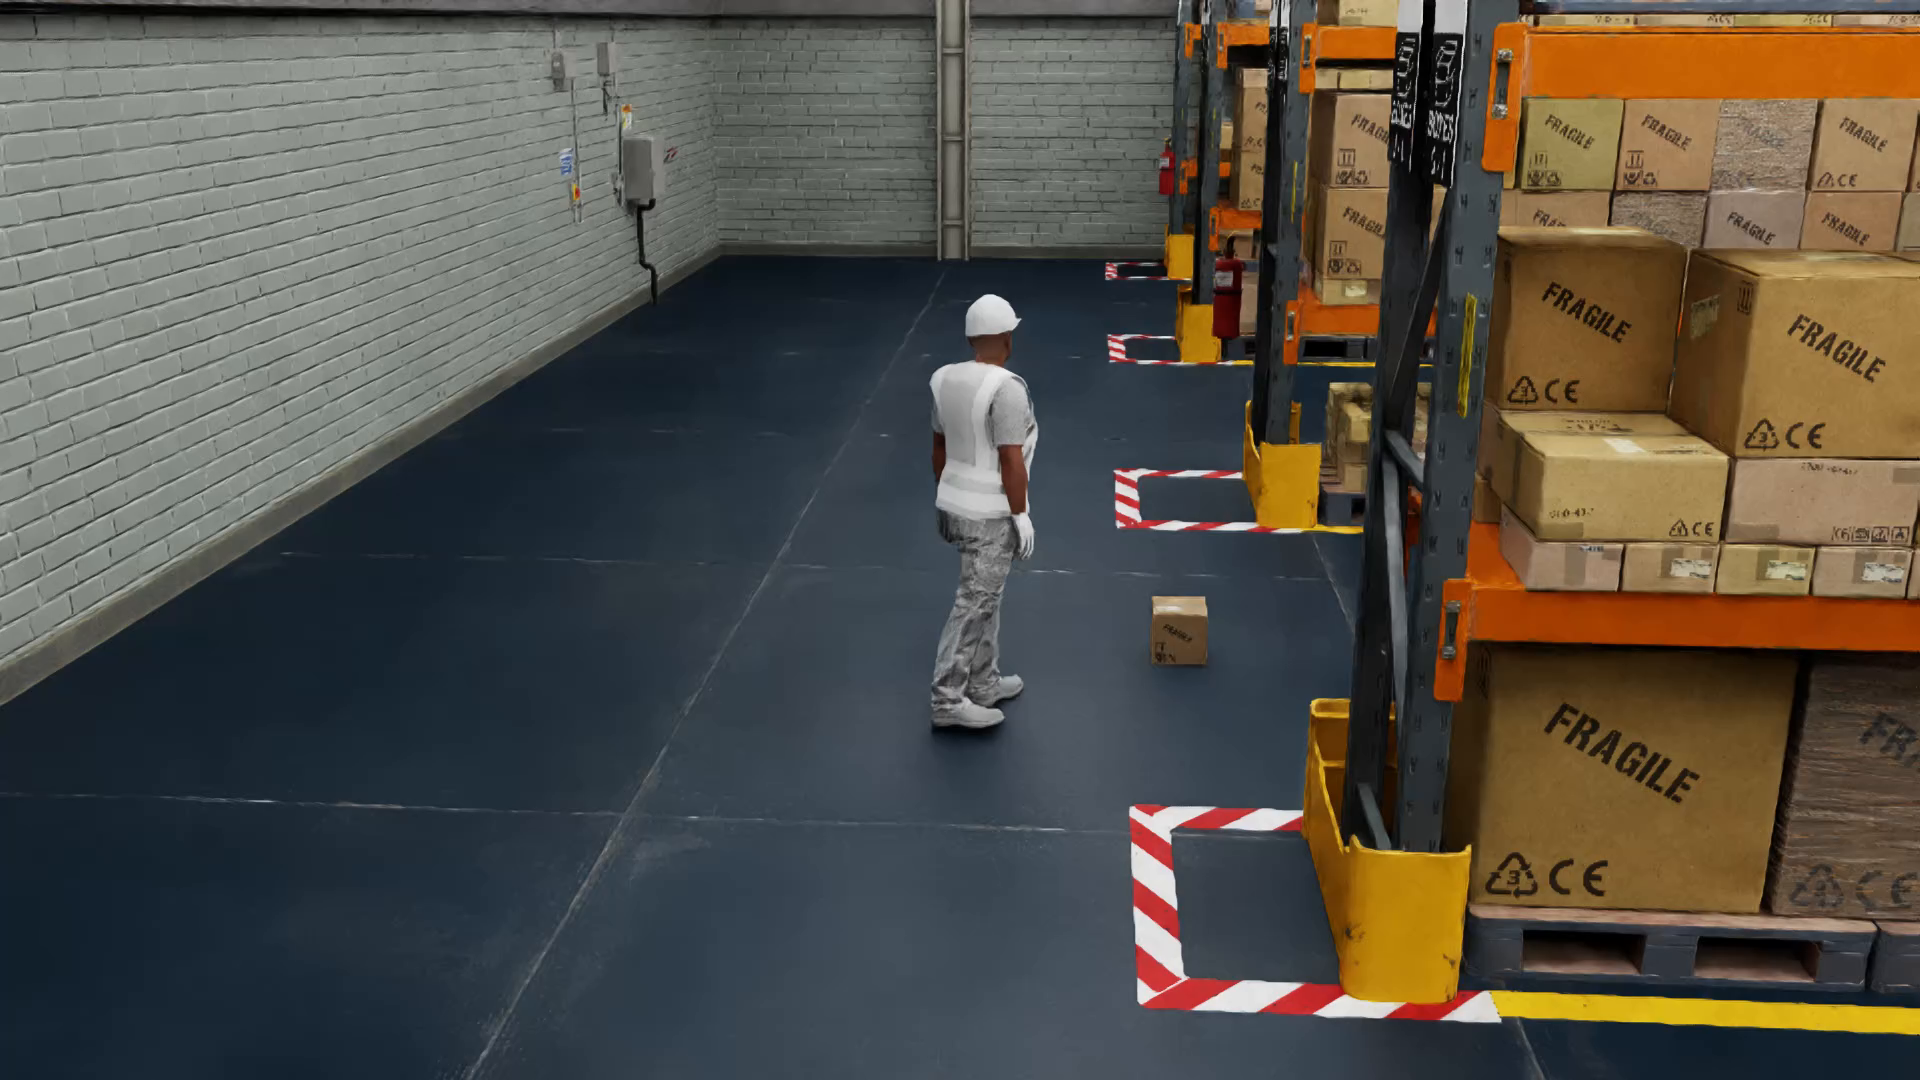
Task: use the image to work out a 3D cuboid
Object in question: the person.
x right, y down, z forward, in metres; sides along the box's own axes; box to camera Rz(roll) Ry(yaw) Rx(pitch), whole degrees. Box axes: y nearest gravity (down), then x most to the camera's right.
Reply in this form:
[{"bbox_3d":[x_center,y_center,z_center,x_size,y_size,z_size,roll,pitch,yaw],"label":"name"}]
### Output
[{"bbox_3d":[0.088,-0.119,6.898,0.568,1.777,0.574,-10,20,-28],"label":"person"}]
